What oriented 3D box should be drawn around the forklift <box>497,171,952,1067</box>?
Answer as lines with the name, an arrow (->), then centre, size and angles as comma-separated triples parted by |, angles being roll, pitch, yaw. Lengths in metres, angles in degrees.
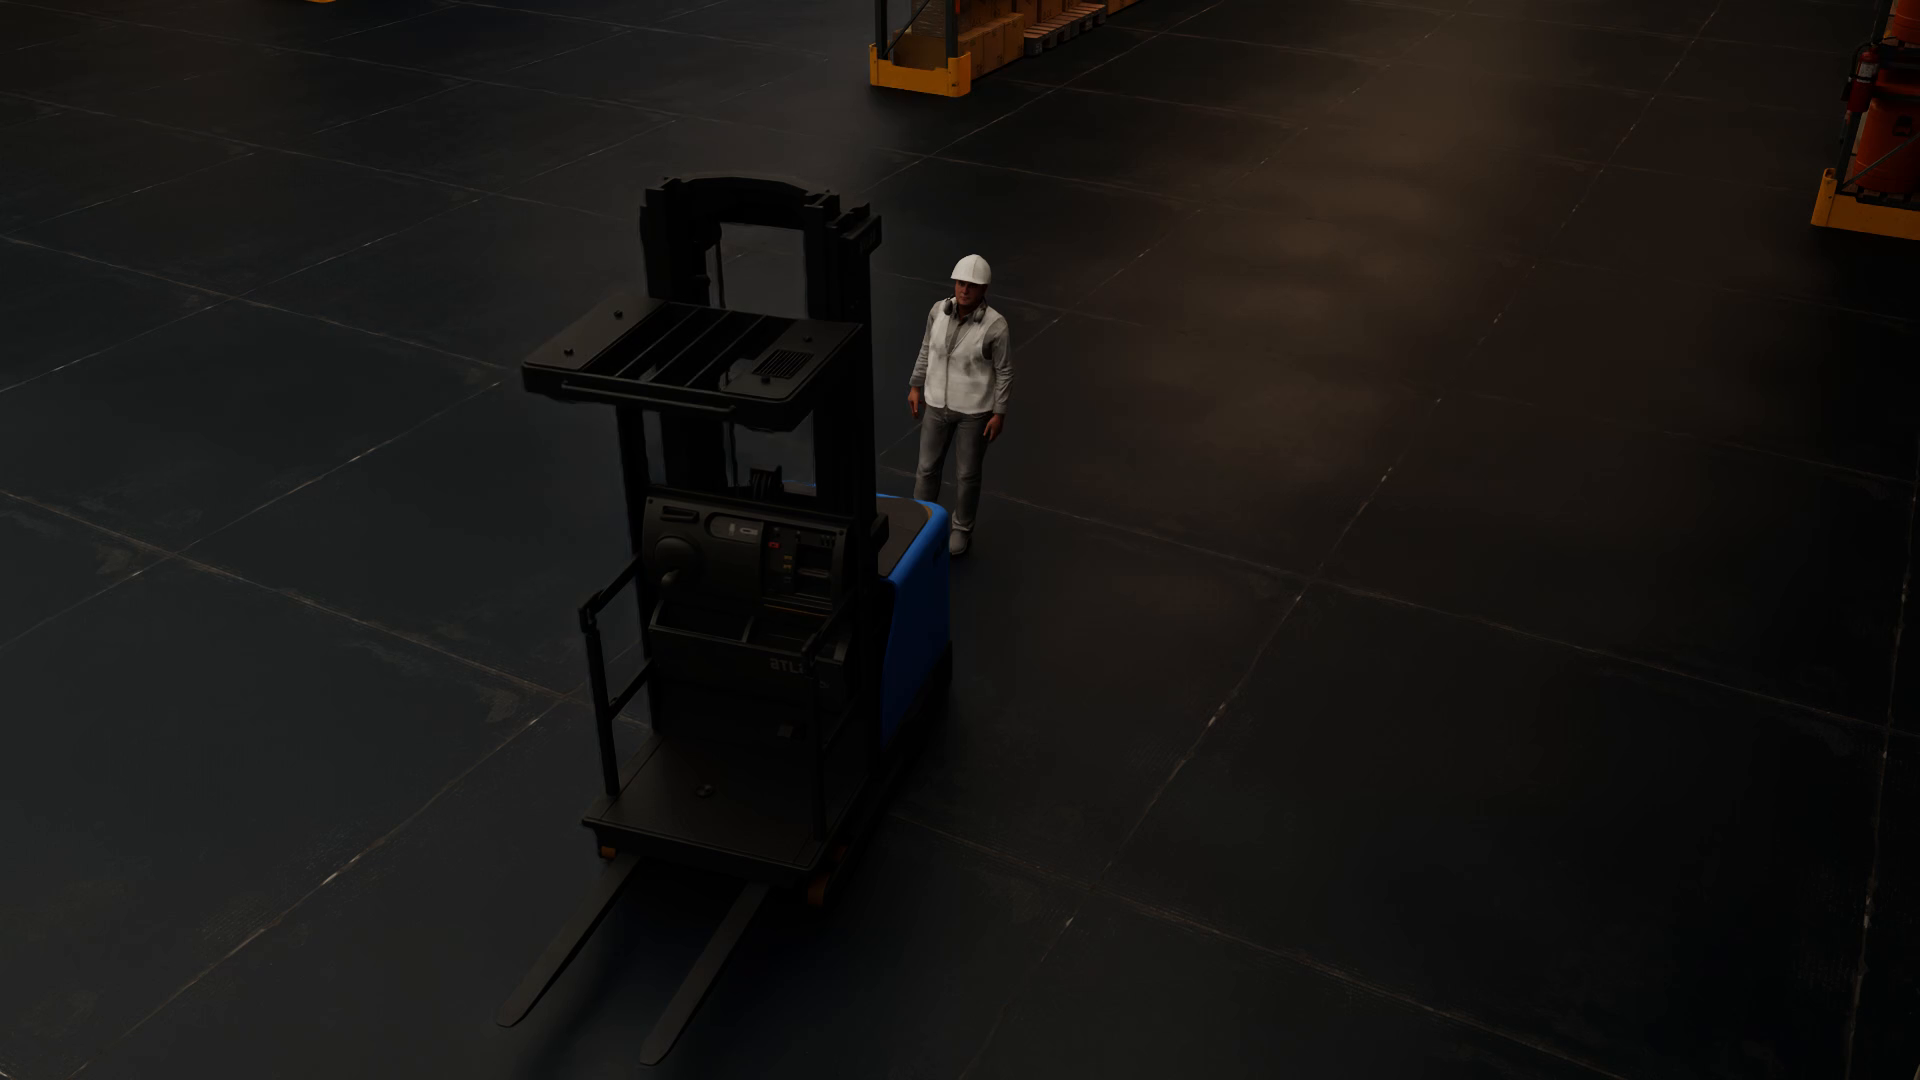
forklift -> -0.983, 0.106, 6.887 | 1.130, 2.935, 3.031 | 9, 31, 16

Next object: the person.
person -> -0.037, -0.749, 9.511 | 0.633, 1.775, 0.566 | 15, 33, 25
